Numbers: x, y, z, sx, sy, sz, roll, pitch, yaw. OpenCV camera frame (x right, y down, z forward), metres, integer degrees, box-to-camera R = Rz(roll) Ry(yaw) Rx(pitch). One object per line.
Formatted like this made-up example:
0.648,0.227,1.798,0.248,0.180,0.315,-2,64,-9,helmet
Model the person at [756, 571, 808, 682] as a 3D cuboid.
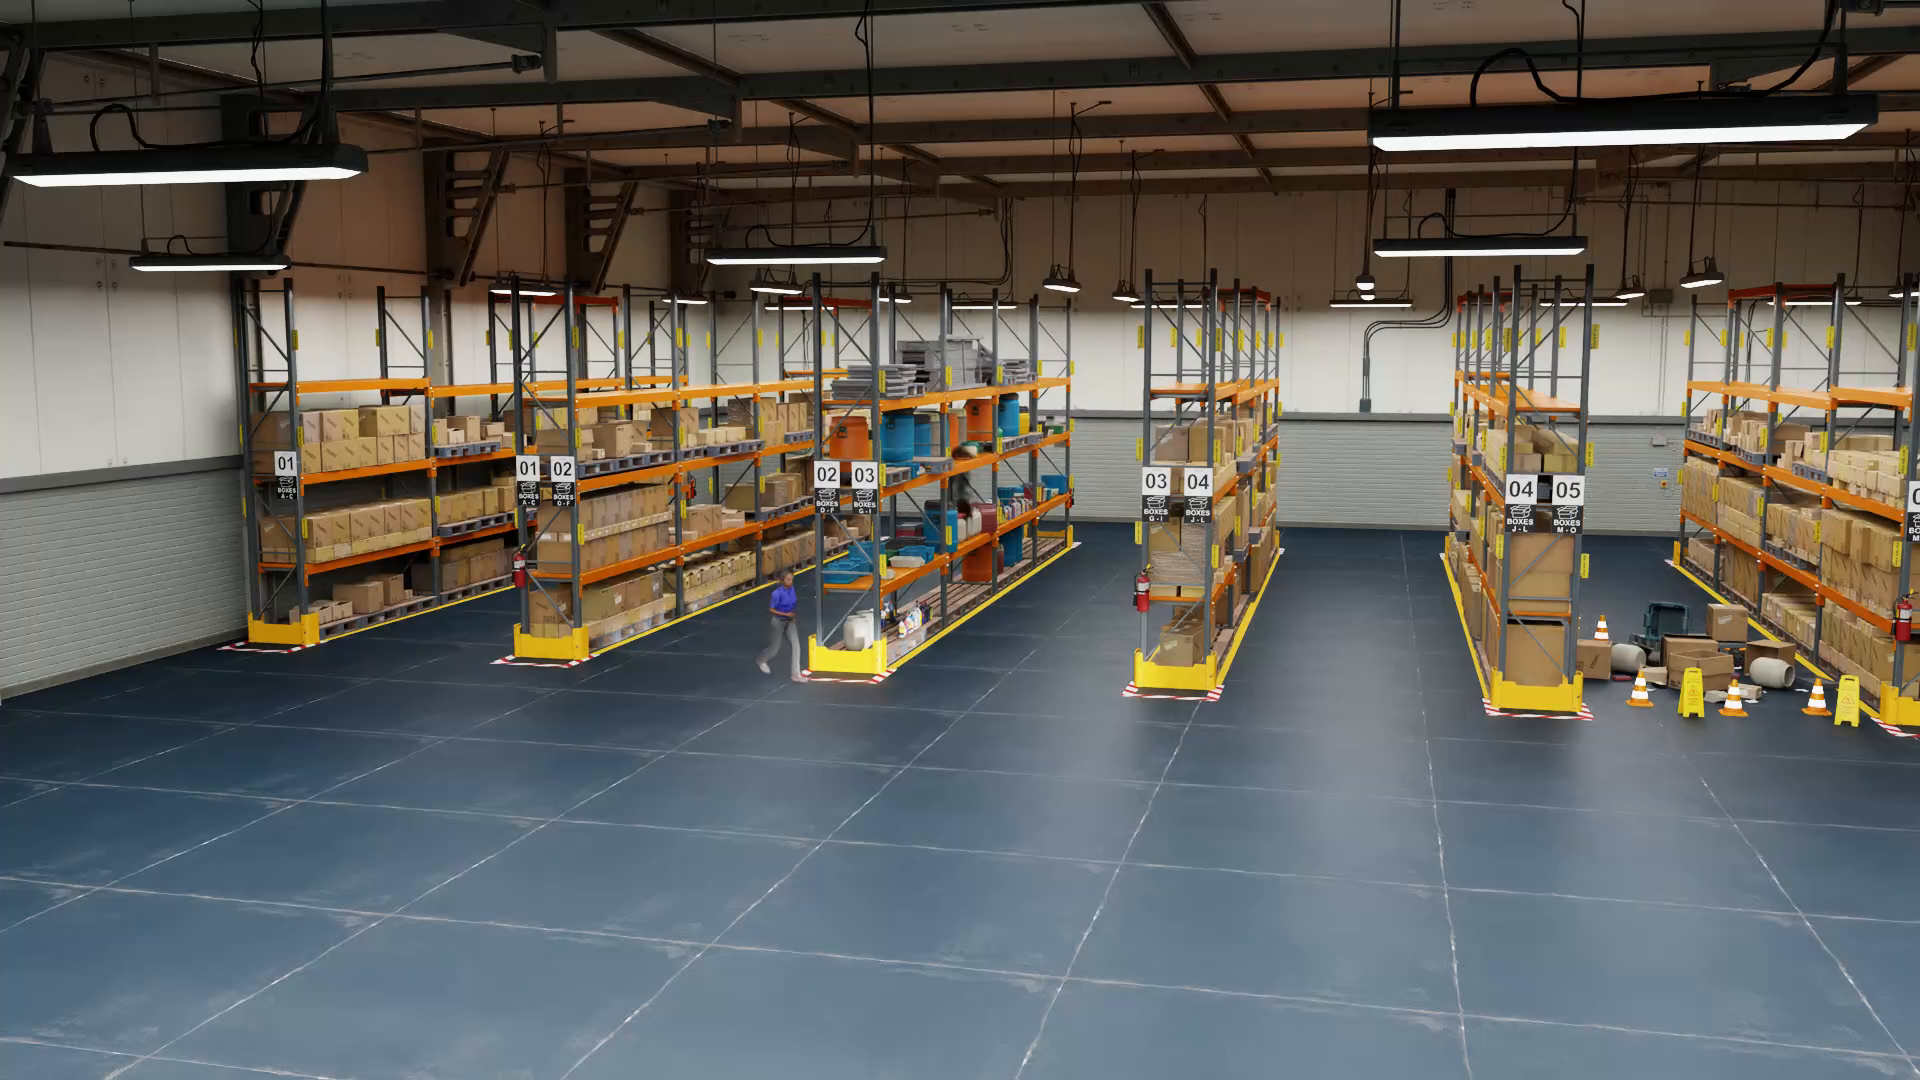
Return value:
-2.644,1.253,24.487,0.970,1.630,0.553,7,10,44,person
